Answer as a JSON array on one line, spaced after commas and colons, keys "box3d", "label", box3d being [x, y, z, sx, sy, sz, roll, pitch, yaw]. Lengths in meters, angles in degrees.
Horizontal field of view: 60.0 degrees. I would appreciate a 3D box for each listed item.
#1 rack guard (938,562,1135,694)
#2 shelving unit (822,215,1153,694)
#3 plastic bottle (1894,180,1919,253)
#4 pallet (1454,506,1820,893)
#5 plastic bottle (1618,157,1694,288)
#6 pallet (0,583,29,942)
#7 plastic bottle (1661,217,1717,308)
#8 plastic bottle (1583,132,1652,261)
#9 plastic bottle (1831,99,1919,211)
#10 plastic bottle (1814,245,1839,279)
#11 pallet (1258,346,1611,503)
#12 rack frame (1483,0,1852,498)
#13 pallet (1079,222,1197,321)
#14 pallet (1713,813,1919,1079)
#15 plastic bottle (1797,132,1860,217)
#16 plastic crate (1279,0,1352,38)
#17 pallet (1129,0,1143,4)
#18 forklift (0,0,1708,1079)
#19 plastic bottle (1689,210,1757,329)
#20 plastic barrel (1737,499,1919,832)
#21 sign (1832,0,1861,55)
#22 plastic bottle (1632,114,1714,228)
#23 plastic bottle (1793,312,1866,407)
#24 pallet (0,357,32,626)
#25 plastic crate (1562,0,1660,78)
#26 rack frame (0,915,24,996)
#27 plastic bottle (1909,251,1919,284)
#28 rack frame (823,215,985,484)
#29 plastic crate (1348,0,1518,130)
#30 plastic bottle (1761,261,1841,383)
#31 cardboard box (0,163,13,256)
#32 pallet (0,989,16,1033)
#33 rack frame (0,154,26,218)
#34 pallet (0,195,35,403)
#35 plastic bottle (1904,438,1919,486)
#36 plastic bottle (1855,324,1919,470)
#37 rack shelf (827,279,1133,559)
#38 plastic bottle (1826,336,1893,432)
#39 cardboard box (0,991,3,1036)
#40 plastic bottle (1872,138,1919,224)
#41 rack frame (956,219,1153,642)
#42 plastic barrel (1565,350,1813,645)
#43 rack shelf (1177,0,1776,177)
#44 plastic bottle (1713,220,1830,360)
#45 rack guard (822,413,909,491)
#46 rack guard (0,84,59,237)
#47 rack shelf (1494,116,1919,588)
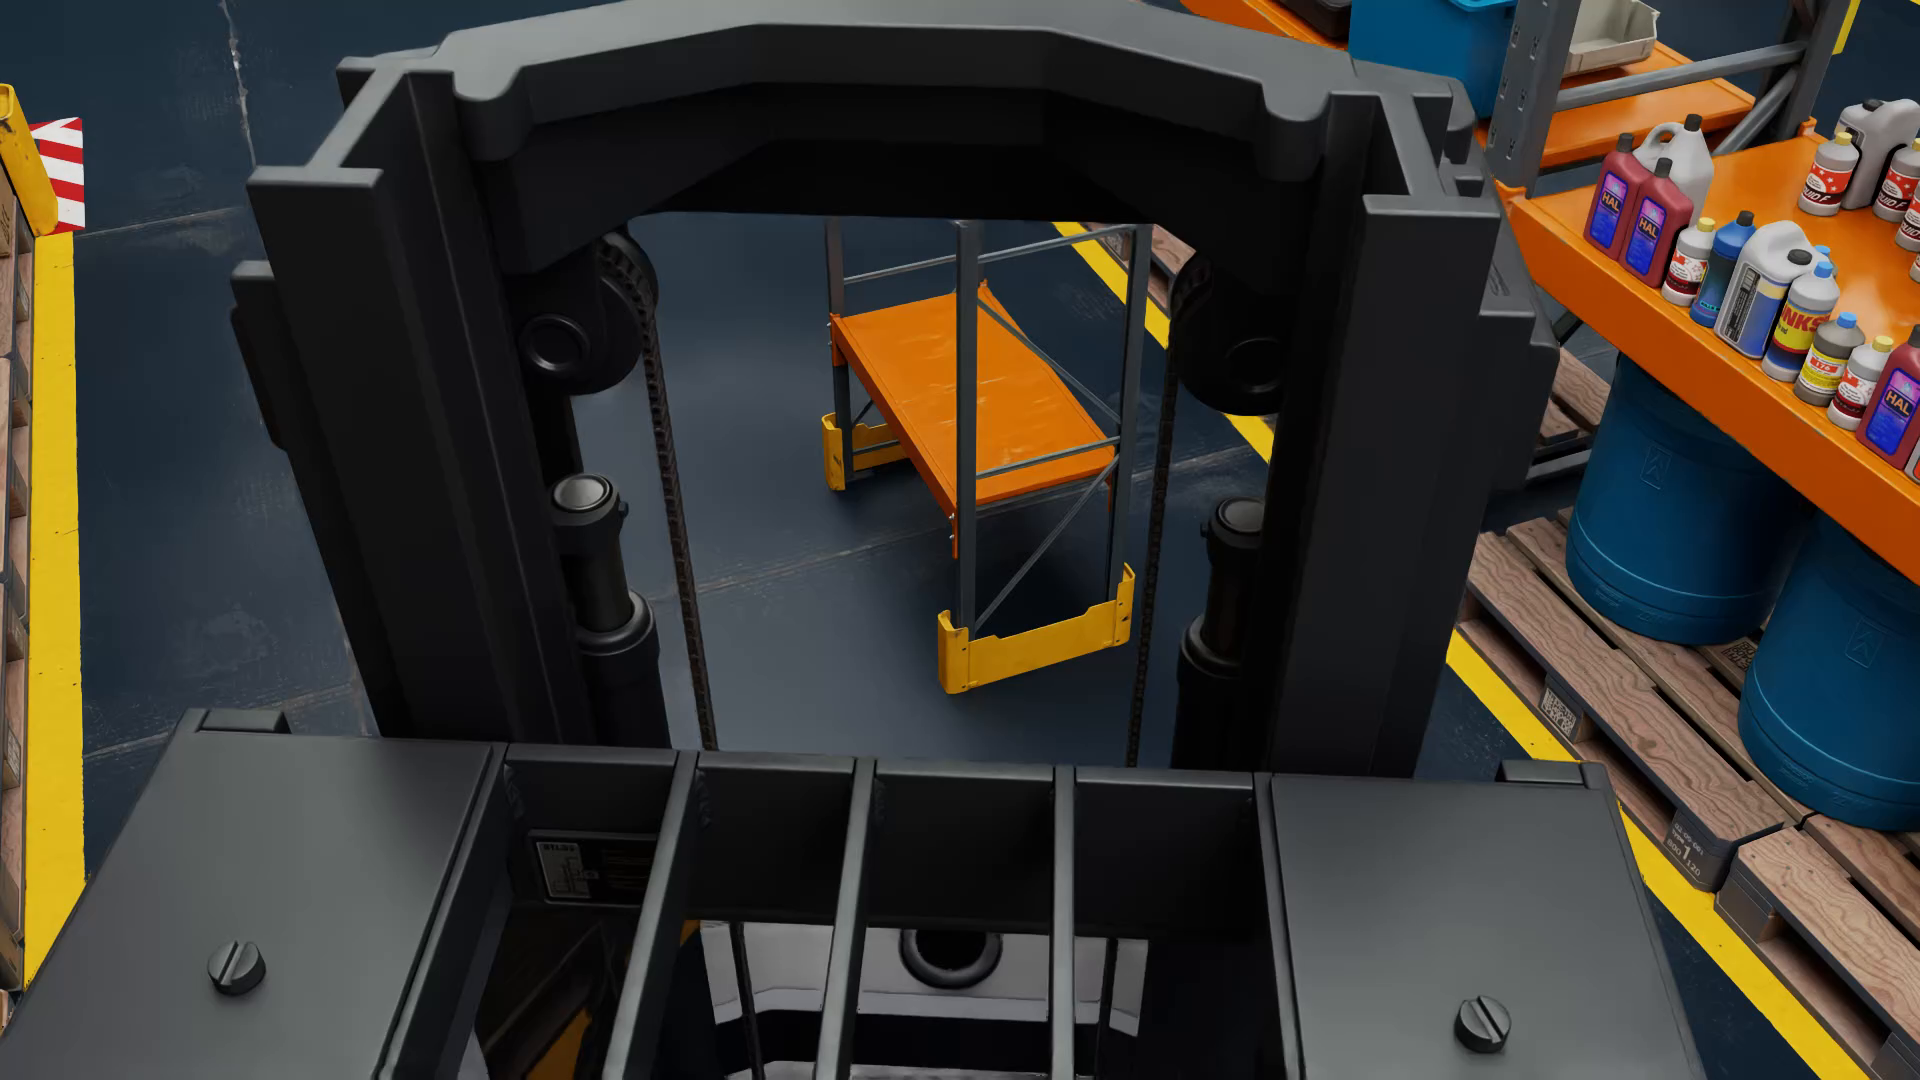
[{"box3d": [0.220, 0.251, 4.766, 0.587, 0.250, 0.087, -15, 43, -17], "label": "rack guard"}, {"box3d": [0.029, -0.523, 4.708, 0.587, 1.500, 1.083, -15, 43, -17], "label": "shelving unit"}, {"box3d": [2.360, -0.808, 4.042, 0.097, 0.201, 0.097, 0, 41, 0], "label": "plastic bottle"}, {"box3d": [2.103, 0.334, 4.700, 1.003, 0.211, 1.213, -15, 43, -17], "label": "pallet"}, {"box3d": [1.643, -0.747, 3.908, 0.061, 0.283, 0.133, -15, 43, -17], "label": "plastic bottle"}, {"box3d": [-2.994, 0.678, 4.300, 1.003, 0.211, 1.213, -15, 43, -17], "label": "pallet"}, {"box3d": [1.704, -0.651, 3.859, 0.097, 0.201, 0.097, 0, 41, 0], "label": "plastic bottle"}, {"box3d": [1.592, -0.827, 4.001, 0.061, 0.283, 0.133, -15, 43, -17], "label": "plastic bottle"}, {"box3d": [2.296, -0.995, 4.202, 0.152, 0.276, 0.135, -15, 43, -17], "label": "plastic bottle"}, {"box3d": [1.919, -0.572, 3.767, 0.097, 0.201, 0.097, 0, 41, 0], "label": "plastic bottle"}, {"box3d": [1.529, -0.575, 5.757, 1.003, 0.211, 1.213, -15, 43, -17], "label": "pallet"}, {"box3d": [1.846, -1.199, 4.344, 1.000, 3.000, 0.127, -15, 43, -17], "label": "rack frame"}, {"box3d": [1.058, -1.311, 6.613, 1.003, 0.211, 1.213, -15, 43, -17], "label": "pallet"}, {"box3d": [2.574, 1.070, 3.844, 1.003, 0.211, 1.213, -15, 43, -17], "label": "pallet"}, {"box3d": [2.188, -0.925, 4.177, 0.097, 0.201, 0.097, 0, 41, 0], "label": "plastic bottle"}, {"box3d": [1.170, -1.725, 5.120, 0.437, 0.125, 0.590, -15, 43, -17], "label": "plastic crate"}, {"box3d": [0.595, -2.045, 7.466, 1.003, 0.211, 1.213, -15, 43, -17], "label": "pallet"}, {"box3d": [-0.075, 1.125, 1.694, 1.130, 2.935, 3.031, 2, 41, 2], "label": "forklift"}, {"box3d": [1.742, -0.619, 3.768, 0.097, 0.271, 0.097, 0, 41, 0], "label": "plastic bottle"}, {"box3d": [2.310, 0.196, 4.009, 0.600, 0.901, 0.708, -15, 43, -17], "label": "plastic barrel"}, {"box3d": [2.355, -1.440, 4.412, 0.100, 0.325, 0.005, -15, 43, -17], "label": "sign"}, {"box3d": [1.697, -0.863, 3.991, 0.144, 0.351, 0.185, -15, 43, -17], "label": "plastic bottle"}, {"box3d": [1.868, -0.394, 3.560, 0.097, 0.201, 0.097, 0, 41, 0], "label": "plastic bottle"}, {"box3d": [-3.464, -0.058, 5.156, 1.003, 0.211, 1.213, -15, 43, -17], "label": "pallet"}, {"box3d": [1.800, -1.438, 4.778, 0.396, 0.136, 0.243, -15, 43, -17], "label": "plastic crate"}, {"box3d": [-2.732, 0.035, 2.909, 1.000, 3.000, 0.127, -15, 43, -17], "label": "rack frame"}, {"box3d": [2.327, -0.704, 3.921, 0.097, 0.201, 0.097, 0, 41, 0], "label": "plastic bottle"}, {"box3d": [-0.162, -0.823, 5.057, 0.500, 1.500, 0.032, -15, 43, -17], "label": "rack frame"}, {"box3d": [1.352, -1.412, 4.557, 0.392, 0.384, 0.575, -15, 43, -17], "label": "plastic crate"}, {"box3d": [1.830, -0.479, 3.605, 0.097, 0.271, 0.097, 0, 41, 0], "label": "plastic bottle"}, {"box3d": [-3.826, -1.328, 6.073, 0.500, 0.500, 0.500, -15, 43, -17], "label": "cardboard box"}, {"box3d": [-2.385, 1.572, 3.260, 1.003, 0.211, 1.213, -15, 43, -17], "label": "pallet"}, {"box3d": [-4.262, -2.375, 5.711, 1.000, 3.000, 0.127, -15, 43, -17], "label": "rack frame"}, {"box3d": [-3.927, -0.792, 6.009, 1.003, 0.211, 1.213, -15, 43, -17], "label": "pallet"}, {"box3d": [2.026, -0.220, 3.301, 0.152, 0.276, 0.135, -15, 43, -17], "label": "plastic bottle"}, {"box3d": [1.932, -0.292, 3.379, 0.061, 0.283, 0.133, -15, 43, -17], "label": "plastic bottle"}, {"box3d": [0.033, -0.381, 4.819, 0.538, 0.185, 1.000, -15, 43, -17], "label": "rack shelf"}, {"box3d": [1.905, -0.335, 3.492, 0.097, 0.201, 0.097, 0, 41, 0], "label": "plastic bottle"}, {"box3d": [-2.278, 1.041, 3.318, 0.500, 0.500, 0.500, -15, 43, -17], "label": "cardboard box"}, {"box3d": [2.365, -0.904, 4.153, 0.097, 0.201, 0.097, 0, 41, 0], "label": "plastic bottle"}, {"box3d": [0.227, -0.211, 4.345, 0.500, 1.500, 0.032, -15, 43, -17], "label": "rack frame"}, {"box3d": [2.039, -0.231, 4.505, 0.600, 0.901, 0.708, -15, 43, -17], "label": "plastic barrel"}, {"box3d": [1.081, -2.131, 5.979, 1.077, 0.370, 4.000, -15, 43, -17], "label": "rack shelf"}, {"box3d": [1.811, -0.558, 3.693, 0.152, 0.276, 0.135, -15, 43, -17], "label": "plastic bottle"}, {"box3d": [-0.161, -0.349, 5.464, 0.587, 0.250, 0.087, -15, 43, -17], "label": "rack guard"}, {"box3d": [-4.233, -1.382, 6.473, 1.175, 0.500, 0.348, -15, 43, -17], "label": "rack guard"}, {"box3d": [2.611, 0.279, 3.177, 1.077, 0.370, 4.000, -15, 43, -17], "label": "rack shelf"}]
